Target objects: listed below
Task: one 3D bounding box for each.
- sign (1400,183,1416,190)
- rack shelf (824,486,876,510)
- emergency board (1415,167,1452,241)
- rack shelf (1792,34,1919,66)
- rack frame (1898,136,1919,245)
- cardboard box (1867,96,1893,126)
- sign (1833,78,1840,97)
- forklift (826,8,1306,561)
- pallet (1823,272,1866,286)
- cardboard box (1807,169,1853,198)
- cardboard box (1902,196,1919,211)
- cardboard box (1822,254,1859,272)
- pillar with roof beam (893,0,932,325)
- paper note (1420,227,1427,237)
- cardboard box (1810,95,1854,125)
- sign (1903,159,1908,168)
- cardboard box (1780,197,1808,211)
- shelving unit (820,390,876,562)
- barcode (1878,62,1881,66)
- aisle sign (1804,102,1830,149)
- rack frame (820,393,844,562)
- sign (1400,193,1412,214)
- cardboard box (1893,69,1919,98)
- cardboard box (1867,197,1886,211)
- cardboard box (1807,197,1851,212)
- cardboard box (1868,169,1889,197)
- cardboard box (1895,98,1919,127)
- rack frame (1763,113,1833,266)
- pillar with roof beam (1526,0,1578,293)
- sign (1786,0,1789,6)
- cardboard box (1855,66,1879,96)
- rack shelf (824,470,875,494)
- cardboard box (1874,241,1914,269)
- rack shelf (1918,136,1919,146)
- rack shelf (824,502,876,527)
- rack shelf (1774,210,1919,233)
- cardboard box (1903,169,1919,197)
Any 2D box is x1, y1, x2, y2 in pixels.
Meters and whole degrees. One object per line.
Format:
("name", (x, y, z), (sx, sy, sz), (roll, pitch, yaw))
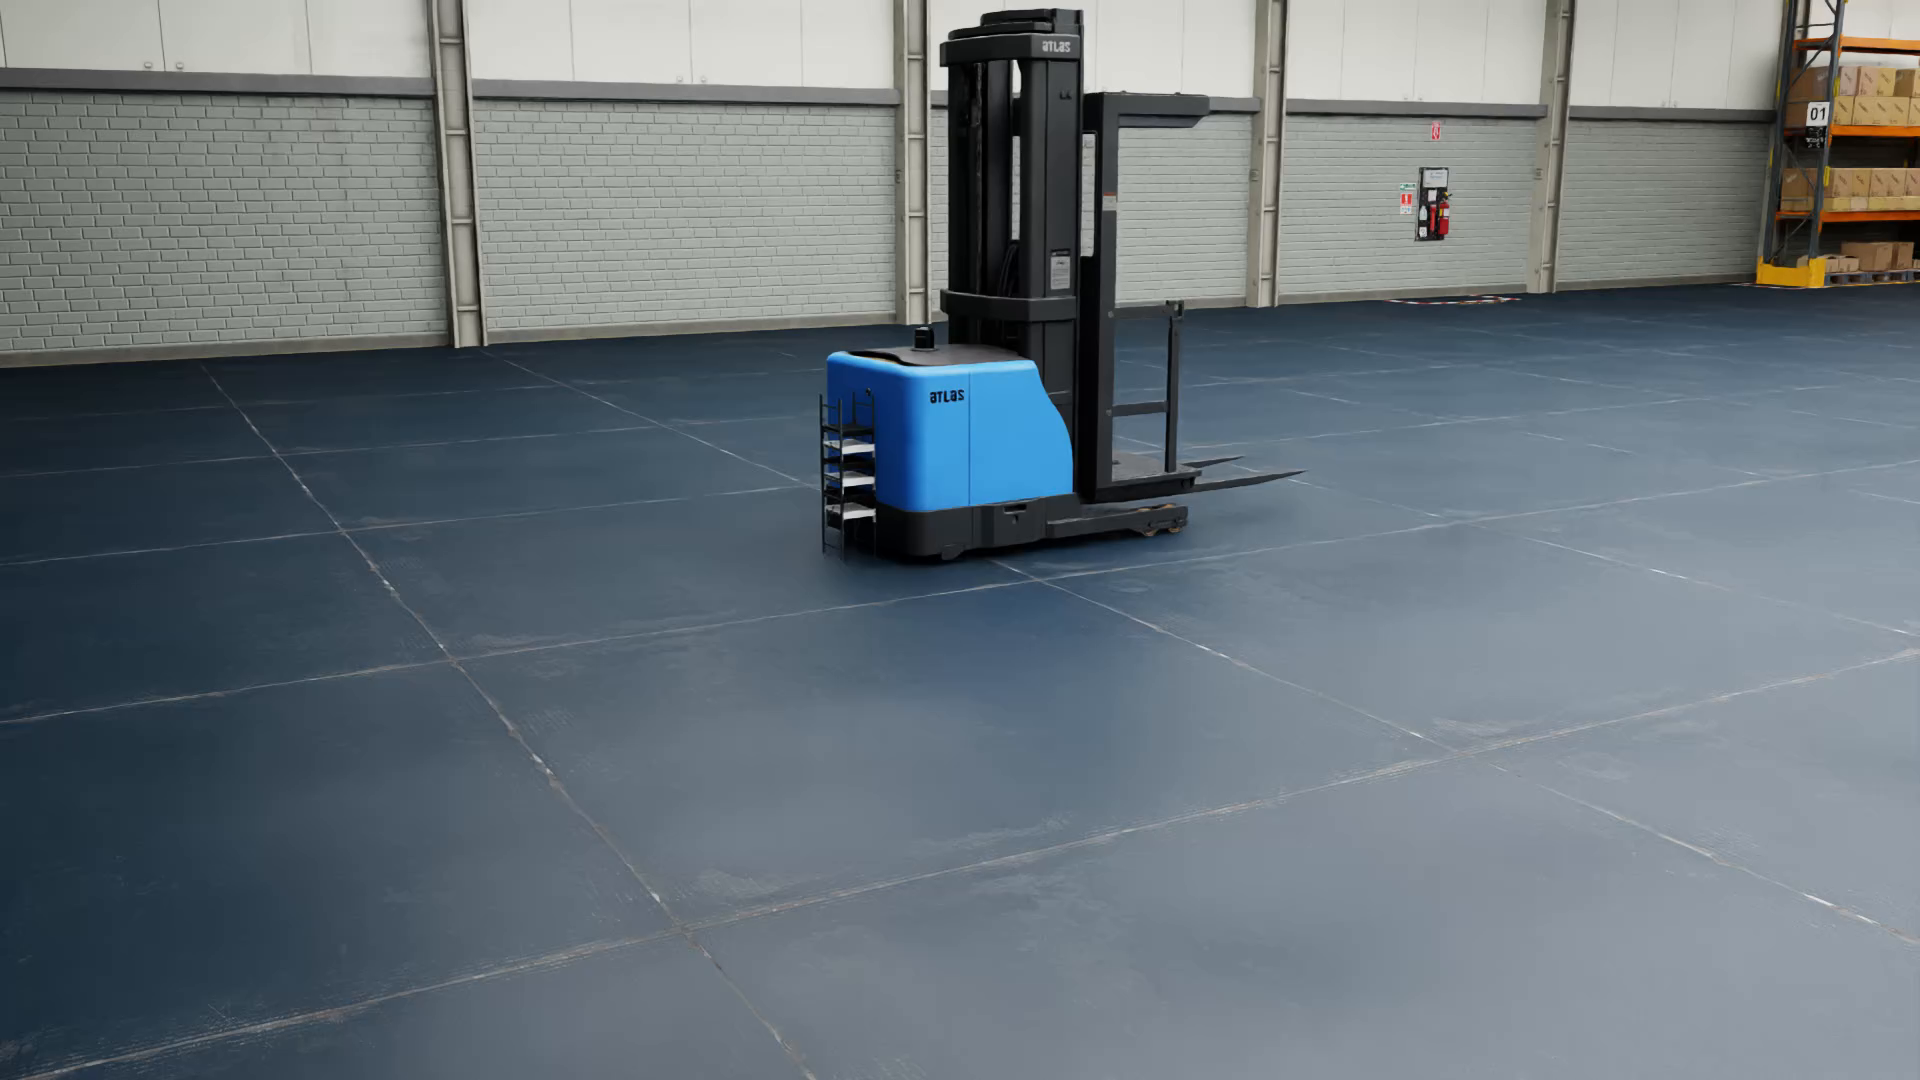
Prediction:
("sign", (7.186, -5.671, 26.690), (0.331, 0.109, 0.001), (-7, 14, -28))
("rack shelf", (-0.614, -0.233, 9.154), (0.200, 0.077, 0.258), (-8, 15, -31))
("emergency board", (7.713, -5.435, 26.927), (0.643, 1.169, 0.194), (-7, 14, -28))
("rack shelf", (16.722, -8.863, 30.142), (4.000, 0.370, 1.077), (-7, 14, -28))
("rack frame", (18.478, -6.499, 31.656), (0.127, 3.000, 1.000), (-7, 14, -28))
("cardboard box", (16.322, -7.692, 29.853), (0.500, 0.500, 0.500), (-6, 14, -25))
("sign", (15.227, -7.864, 28.897), (0.005, 0.325, 0.100), (-7, 14, -28))
("forklift", (0.745, -1.540, 9.775), (3.031, 2.935, 1.130), (-8, 15, -31))
("pallet", (15.763, -4.805, 30.478), (1.213, 0.211, 1.003), (-7, 14, -28))
("cardboard box", (15.530, -6.373, 29.684), (0.500, 0.500, 0.500), (-7, 14, -28))
("cardboard box", (17.332, -6.221, 30.716), (0.500, 0.250, 0.500), (-7, 14, -28))
("cardboard box", (16.117, -5.097, 30.546), (0.500, 0.311, 0.500), (-6, 14, -23))
("pillar with roof beam", (1.430, -6.522, 18.095), (0.400, 9.000, 9.100), (-7, 14, -28))
("paper note", (7.524, -5.000, 27.000), (0.142, 0.148, 0.016), (-7, 14, -28))
("cardboard box", (15.380, -7.587, 29.386), (0.500, 0.500, 0.500), (-6, 14, -26))
("sign", (18.208, -7.171, 32.003), (0.005, 0.325, 0.100), (-7, 14, -28))
("cardboard box", (15.284, -6.102, 30.185), (0.500, 0.250, 0.500), (-7, 14, -27))
("shelving unit", (-0.614, -0.353, 9.127), (0.210, 0.900, 0.258), (-8, 15, -31))
("barcode", (17.051, -8.826, 30.837), (0.075, 0.075, 0.001), (-7, 14, -28))
("aisle sign", (15.047, -7.281, 29.211), (0.004, 0.787, 0.394), (-7, 14, -28))
("rack frame", (-0.700, -0.341, 9.074), (0.006, 0.900, 0.240), (-8, 15, -31))
("sign", (7.178, -5.414, 26.753), (0.234, 0.329, 0.001), (-7, 14, -28))
("cardboard box", (17.238, -8.287, 30.220), (0.500, 0.500, 0.500), (-7, 15, -30))
("cardboard box", (16.446, -6.115, 30.245), (0.500, 0.250, 0.500), (-7, 15, -29))
("cardboard box", (15.547, -6.005, 29.757), (0.500, 0.250, 0.500), (-7, 15, -29))
("cardboard box", (16.425, -6.476, 30.143), (0.500, 0.500, 0.500), (-7, 15, -30))
("cardboard box", (17.234, -7.804, 30.349), (0.500, 0.500, 0.500), (-7, 15, -30))
("rack frame", (14.967, -6.078, 29.787), (0.127, 3.000, 1.000), (-7, 14, -28))
("pillar with roof beam", (11.963, -7.785, 23.705), (0.400, 9.000, 9.100), (-7, 14, -28))
("sign", (14.719, -9.647, 29.493), (0.005, 0.325, 0.100), (-7, 14, -28))
("cardboard box", (15.886, -8.125, 29.498), (0.500, 0.500, 0.500), (-7, 14, -29))
("rack shelf", (-0.614, -0.320, 9.135), (0.200, 0.077, 0.258), (-8, 15, -31))
("cardboard box", (17.586, -5.378, 31.363), (0.500, 0.500, 0.500), (-8, 15, -32))
("rack shelf", (20.233, -7.822, 32.341), (4.000, 0.370, 1.077), (-7, 14, -28))
("rack shelf", (-0.614, -0.145, 9.174), (0.200, 0.077, 0.258), (-8, 15, -31))
("rack shelf", (16.722, -5.938, 30.801), (4.000, 0.370, 1.077), (-7, 14, -28))
("cardboard box", (17.328, -6.588, 30.638), (0.500, 0.500, 0.500), (-7, 15, -29))
